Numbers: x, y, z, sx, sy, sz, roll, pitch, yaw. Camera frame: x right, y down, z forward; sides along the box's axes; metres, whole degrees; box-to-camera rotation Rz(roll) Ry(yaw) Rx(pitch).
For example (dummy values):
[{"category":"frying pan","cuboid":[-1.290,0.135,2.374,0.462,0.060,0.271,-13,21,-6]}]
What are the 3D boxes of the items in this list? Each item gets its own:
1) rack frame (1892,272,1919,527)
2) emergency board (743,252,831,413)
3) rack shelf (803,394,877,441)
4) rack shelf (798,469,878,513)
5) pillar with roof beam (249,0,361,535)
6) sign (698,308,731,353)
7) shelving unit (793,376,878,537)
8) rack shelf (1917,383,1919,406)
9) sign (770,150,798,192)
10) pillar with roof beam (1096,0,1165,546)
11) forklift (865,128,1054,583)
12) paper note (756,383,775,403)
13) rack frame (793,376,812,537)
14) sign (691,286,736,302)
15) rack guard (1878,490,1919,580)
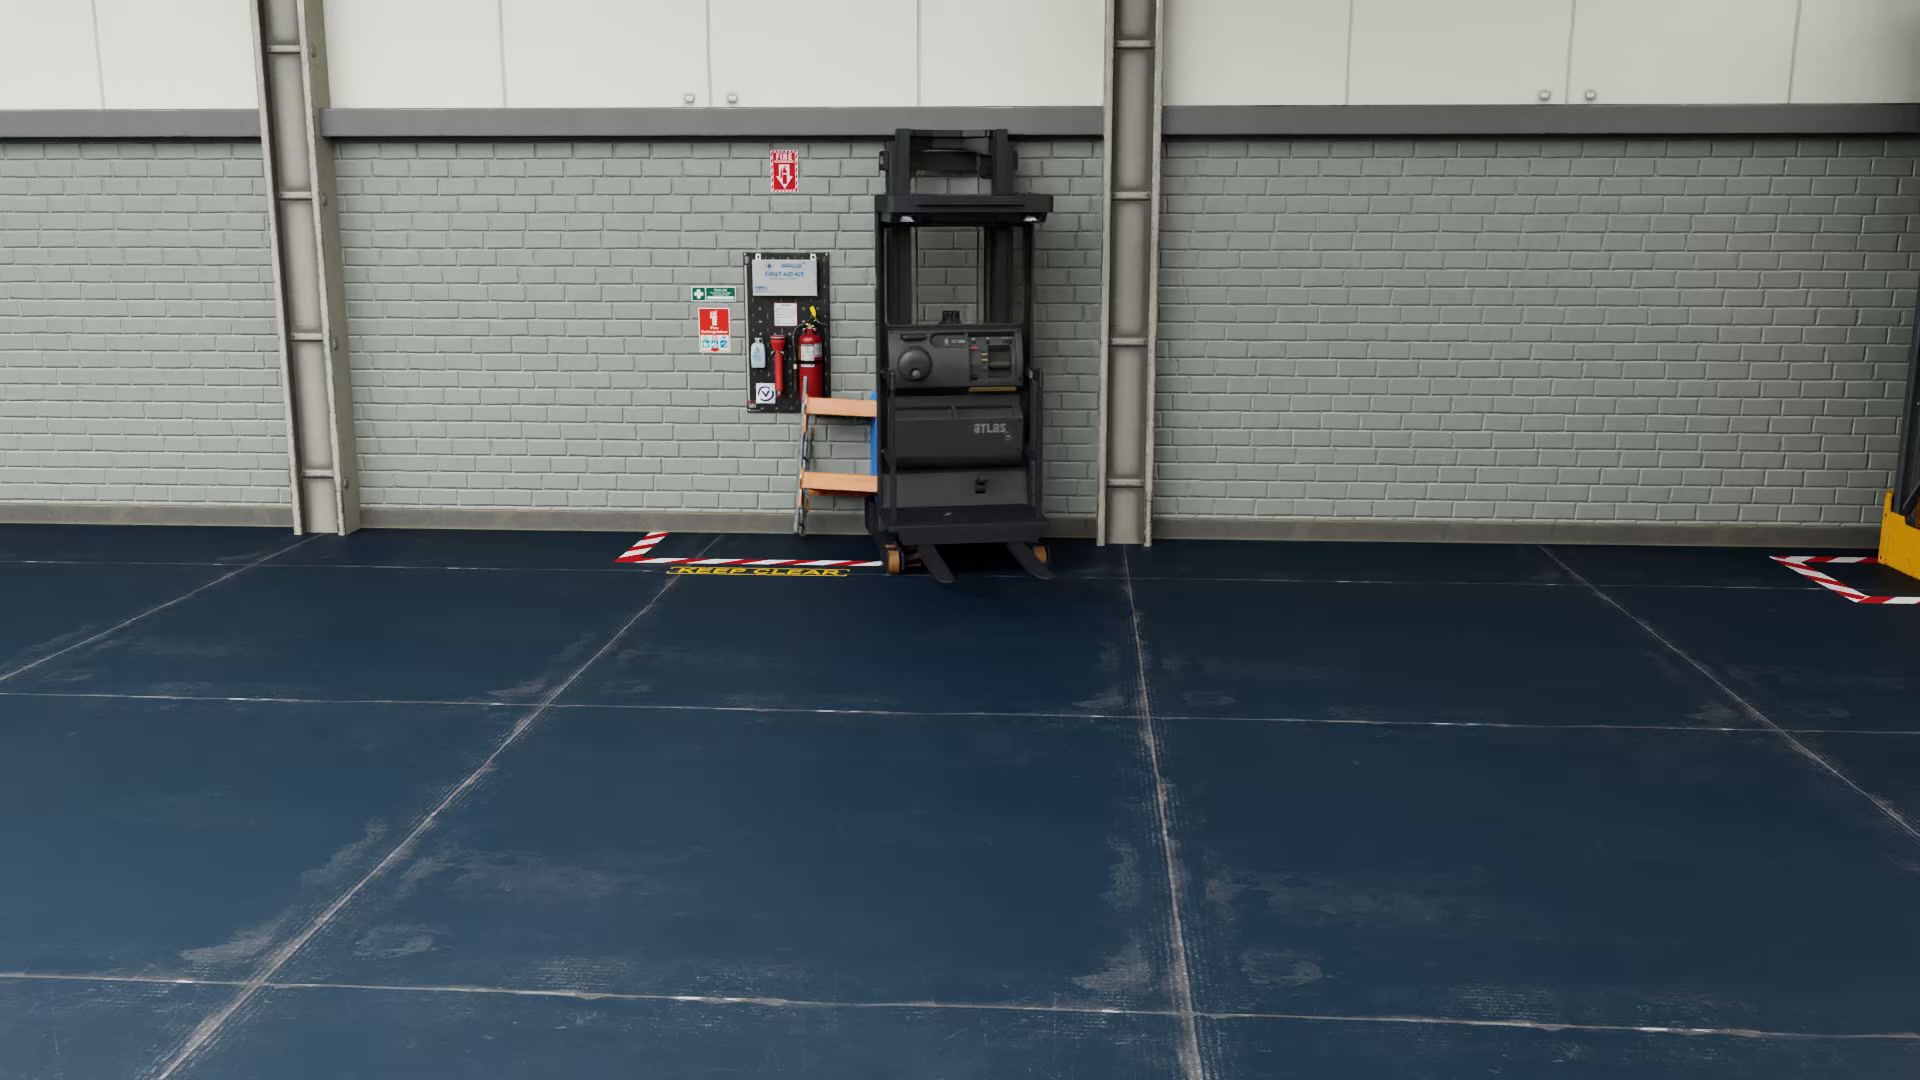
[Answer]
[{"category":"rack frame","cuboid":[6.431,-1.207,10.711,0.127,3.000,1.000,1,12,4]},{"category":"emergency board","cuboid":[-1.263,-1.498,12.102,0.643,1.169,0.194,1,12,4]},{"category":"rack shelf","cuboid":[-0.610,-0.862,12.122,1.000,0.278,0.538,3,-4,1]},{"category":"rack shelf","cuboid":[-0.641,-0.327,12.089,1.000,0.278,0.538,3,-4,1]},{"category":"pillar with roof beam","cuboid":[-5.074,-3.595,7.477,0.400,9.000,9.100,1,12,4]},{"category":"sign","cuboid":[-1.807,-1.544,12.235,0.234,0.329,0.001,1,12,4]},{"category":"shelving unit","cuboid":[-0.627,-0.571,12.104,1.048,1.125,0.538,3,-4,1]},{"category":"rack shelf","cuboid":[8.427,-0.827,10.654,4.000,0.370,1.077,1,12,4]},{"category":"sign","cuboid":[-1.264,-2.653,11.962,0.199,0.298,0.001,1,12,4]},{"category":"pillar with roof beam","cuboid":[0.913,-3.513,7.084,0.400,9.000,9.100,1,12,4]},{"category":"forklift","cuboid":[0.003,-1.280,11.230,1.130,2.935,3.031,-2,12,-8]},{"category":"paper note","cuboid":[-1.435,-1.083,12.271,0.142,0.148,0.016,1,12,4]},{"category":"rack frame","cuboid":[-1.135,-0.599,12.114,0.032,1.125,0.500,3,-4,1]},{"category":"sign","cuboid":[-1.803,-1.801,12.172,0.331,0.109,0.001,1,12,4]},{"category":"rack guard","cuboid":[6.507,0.018,10.962,0.348,0.500,1.175,1,12,4]}]
